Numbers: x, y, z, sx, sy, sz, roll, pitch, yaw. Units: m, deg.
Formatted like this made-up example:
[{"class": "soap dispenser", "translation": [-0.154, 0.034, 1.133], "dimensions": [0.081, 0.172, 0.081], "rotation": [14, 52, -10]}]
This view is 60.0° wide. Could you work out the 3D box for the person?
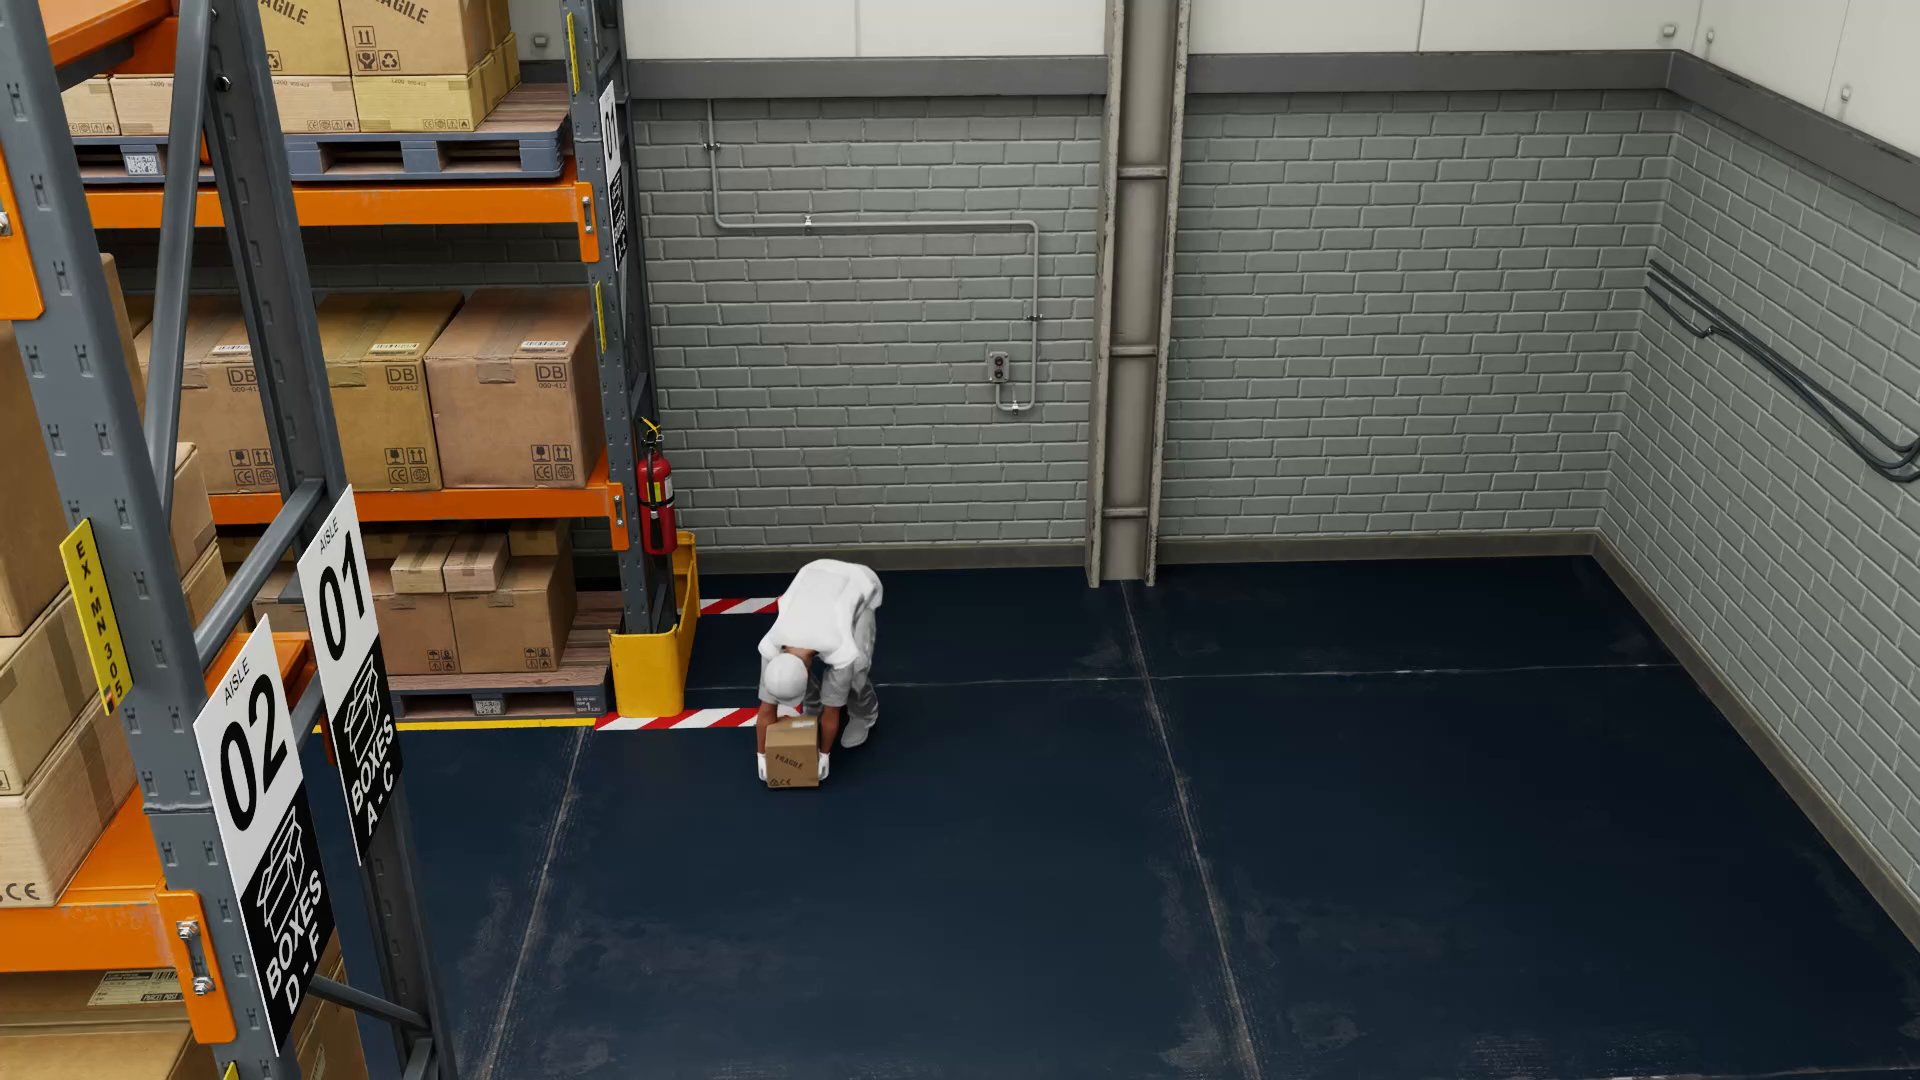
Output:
[{"class": "person", "translation": [-0.703, 0.641, 8.281], "dimensions": [0.541, 0.932, 0.981], "rotation": [10, 29, 19]}]
